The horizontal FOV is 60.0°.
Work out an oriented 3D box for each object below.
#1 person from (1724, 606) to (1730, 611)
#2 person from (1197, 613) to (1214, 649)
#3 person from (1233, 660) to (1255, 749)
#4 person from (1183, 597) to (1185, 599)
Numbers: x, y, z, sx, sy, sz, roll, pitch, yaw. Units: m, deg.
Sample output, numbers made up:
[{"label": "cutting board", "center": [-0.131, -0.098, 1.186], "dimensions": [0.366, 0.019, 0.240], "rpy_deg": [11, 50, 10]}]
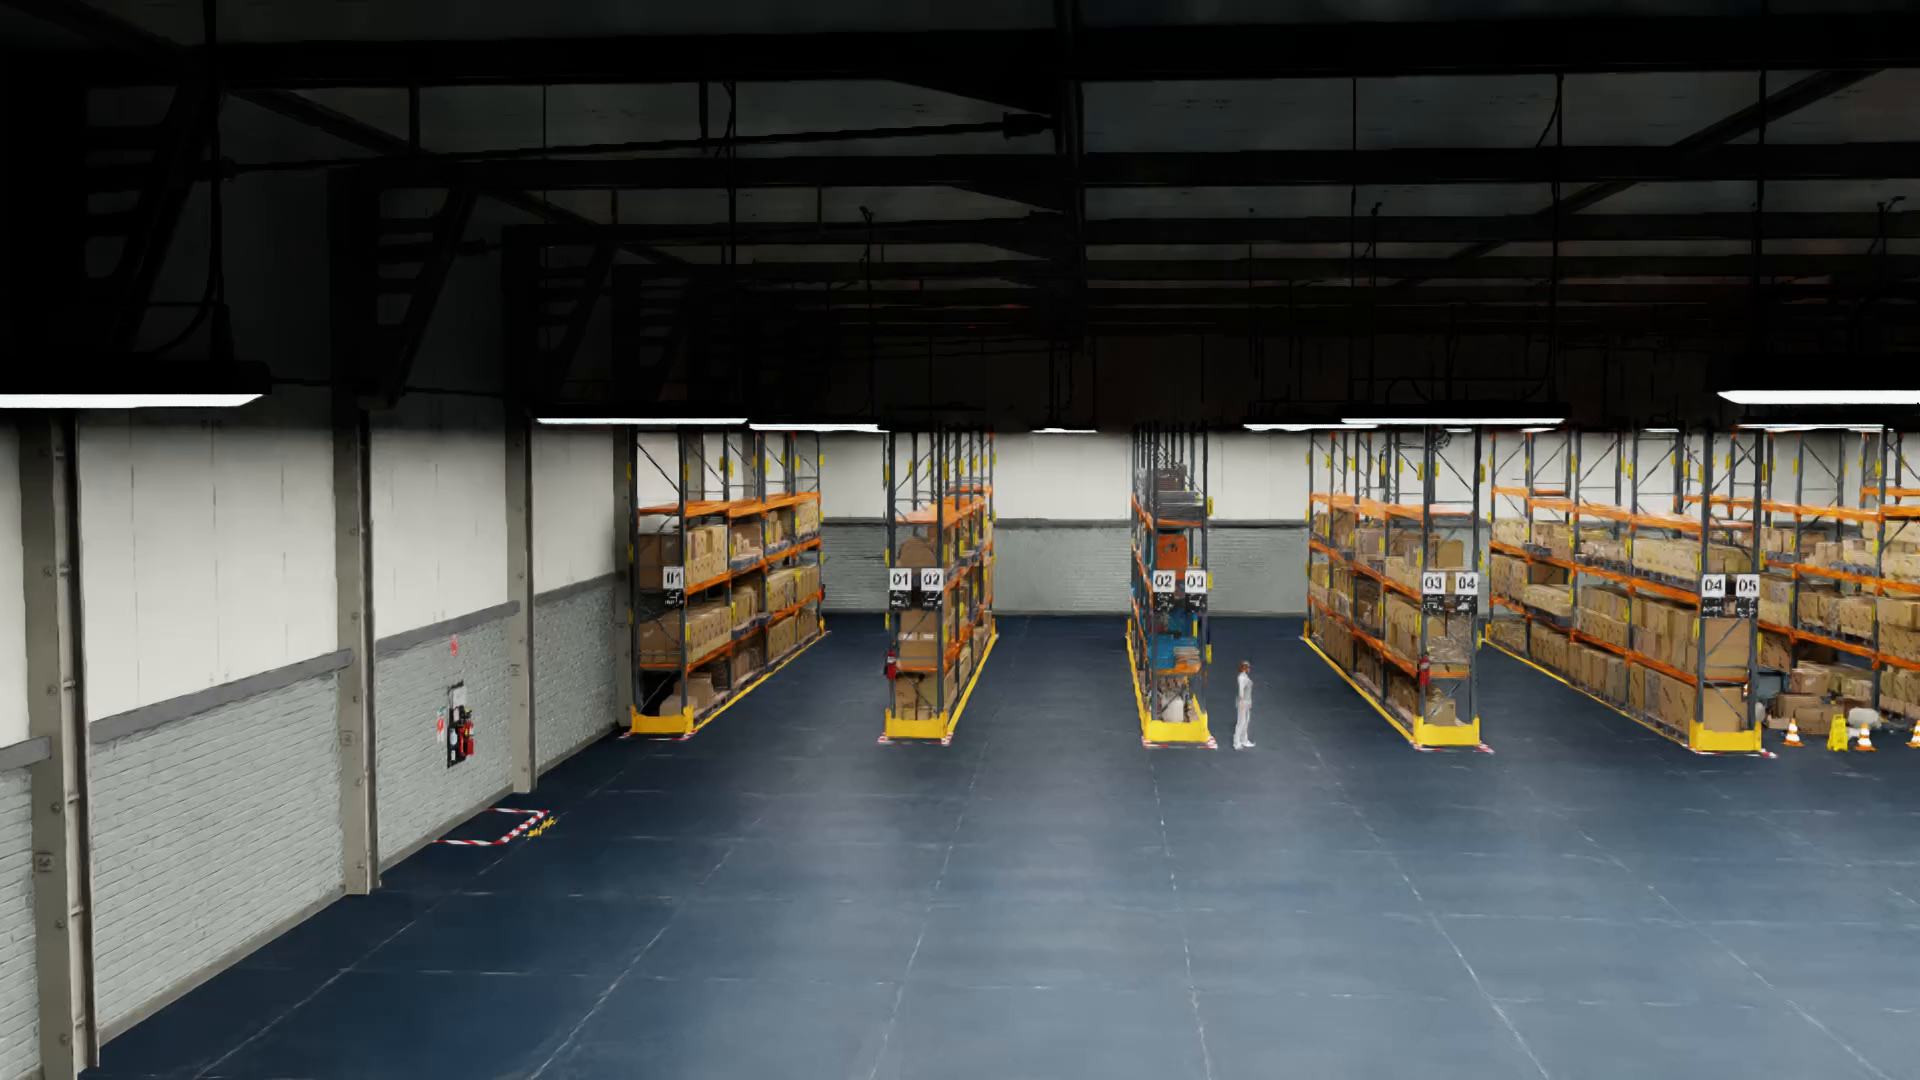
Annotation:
[{"label": "person", "center": [17.583, 2.394, 38.305], "dimensions": [0.641, 1.772, 0.693], "rpy_deg": [2, 4, 30]}, {"label": "person", "center": [6.365, 2.113, 44.480], "dimensions": [0.656, 1.581, 0.818], "rpy_deg": [-1, 4, -12]}, {"label": "person", "center": [5.180, 2.989, 30.319], "dimensions": [0.349, 1.603, 0.528], "rpy_deg": [1, 4, 18]}, {"label": "person", "center": [6.882, 1.739, 49.795], "dimensions": [0.441, 1.650, 0.612], "rpy_deg": [-2, 4, -28]}]
